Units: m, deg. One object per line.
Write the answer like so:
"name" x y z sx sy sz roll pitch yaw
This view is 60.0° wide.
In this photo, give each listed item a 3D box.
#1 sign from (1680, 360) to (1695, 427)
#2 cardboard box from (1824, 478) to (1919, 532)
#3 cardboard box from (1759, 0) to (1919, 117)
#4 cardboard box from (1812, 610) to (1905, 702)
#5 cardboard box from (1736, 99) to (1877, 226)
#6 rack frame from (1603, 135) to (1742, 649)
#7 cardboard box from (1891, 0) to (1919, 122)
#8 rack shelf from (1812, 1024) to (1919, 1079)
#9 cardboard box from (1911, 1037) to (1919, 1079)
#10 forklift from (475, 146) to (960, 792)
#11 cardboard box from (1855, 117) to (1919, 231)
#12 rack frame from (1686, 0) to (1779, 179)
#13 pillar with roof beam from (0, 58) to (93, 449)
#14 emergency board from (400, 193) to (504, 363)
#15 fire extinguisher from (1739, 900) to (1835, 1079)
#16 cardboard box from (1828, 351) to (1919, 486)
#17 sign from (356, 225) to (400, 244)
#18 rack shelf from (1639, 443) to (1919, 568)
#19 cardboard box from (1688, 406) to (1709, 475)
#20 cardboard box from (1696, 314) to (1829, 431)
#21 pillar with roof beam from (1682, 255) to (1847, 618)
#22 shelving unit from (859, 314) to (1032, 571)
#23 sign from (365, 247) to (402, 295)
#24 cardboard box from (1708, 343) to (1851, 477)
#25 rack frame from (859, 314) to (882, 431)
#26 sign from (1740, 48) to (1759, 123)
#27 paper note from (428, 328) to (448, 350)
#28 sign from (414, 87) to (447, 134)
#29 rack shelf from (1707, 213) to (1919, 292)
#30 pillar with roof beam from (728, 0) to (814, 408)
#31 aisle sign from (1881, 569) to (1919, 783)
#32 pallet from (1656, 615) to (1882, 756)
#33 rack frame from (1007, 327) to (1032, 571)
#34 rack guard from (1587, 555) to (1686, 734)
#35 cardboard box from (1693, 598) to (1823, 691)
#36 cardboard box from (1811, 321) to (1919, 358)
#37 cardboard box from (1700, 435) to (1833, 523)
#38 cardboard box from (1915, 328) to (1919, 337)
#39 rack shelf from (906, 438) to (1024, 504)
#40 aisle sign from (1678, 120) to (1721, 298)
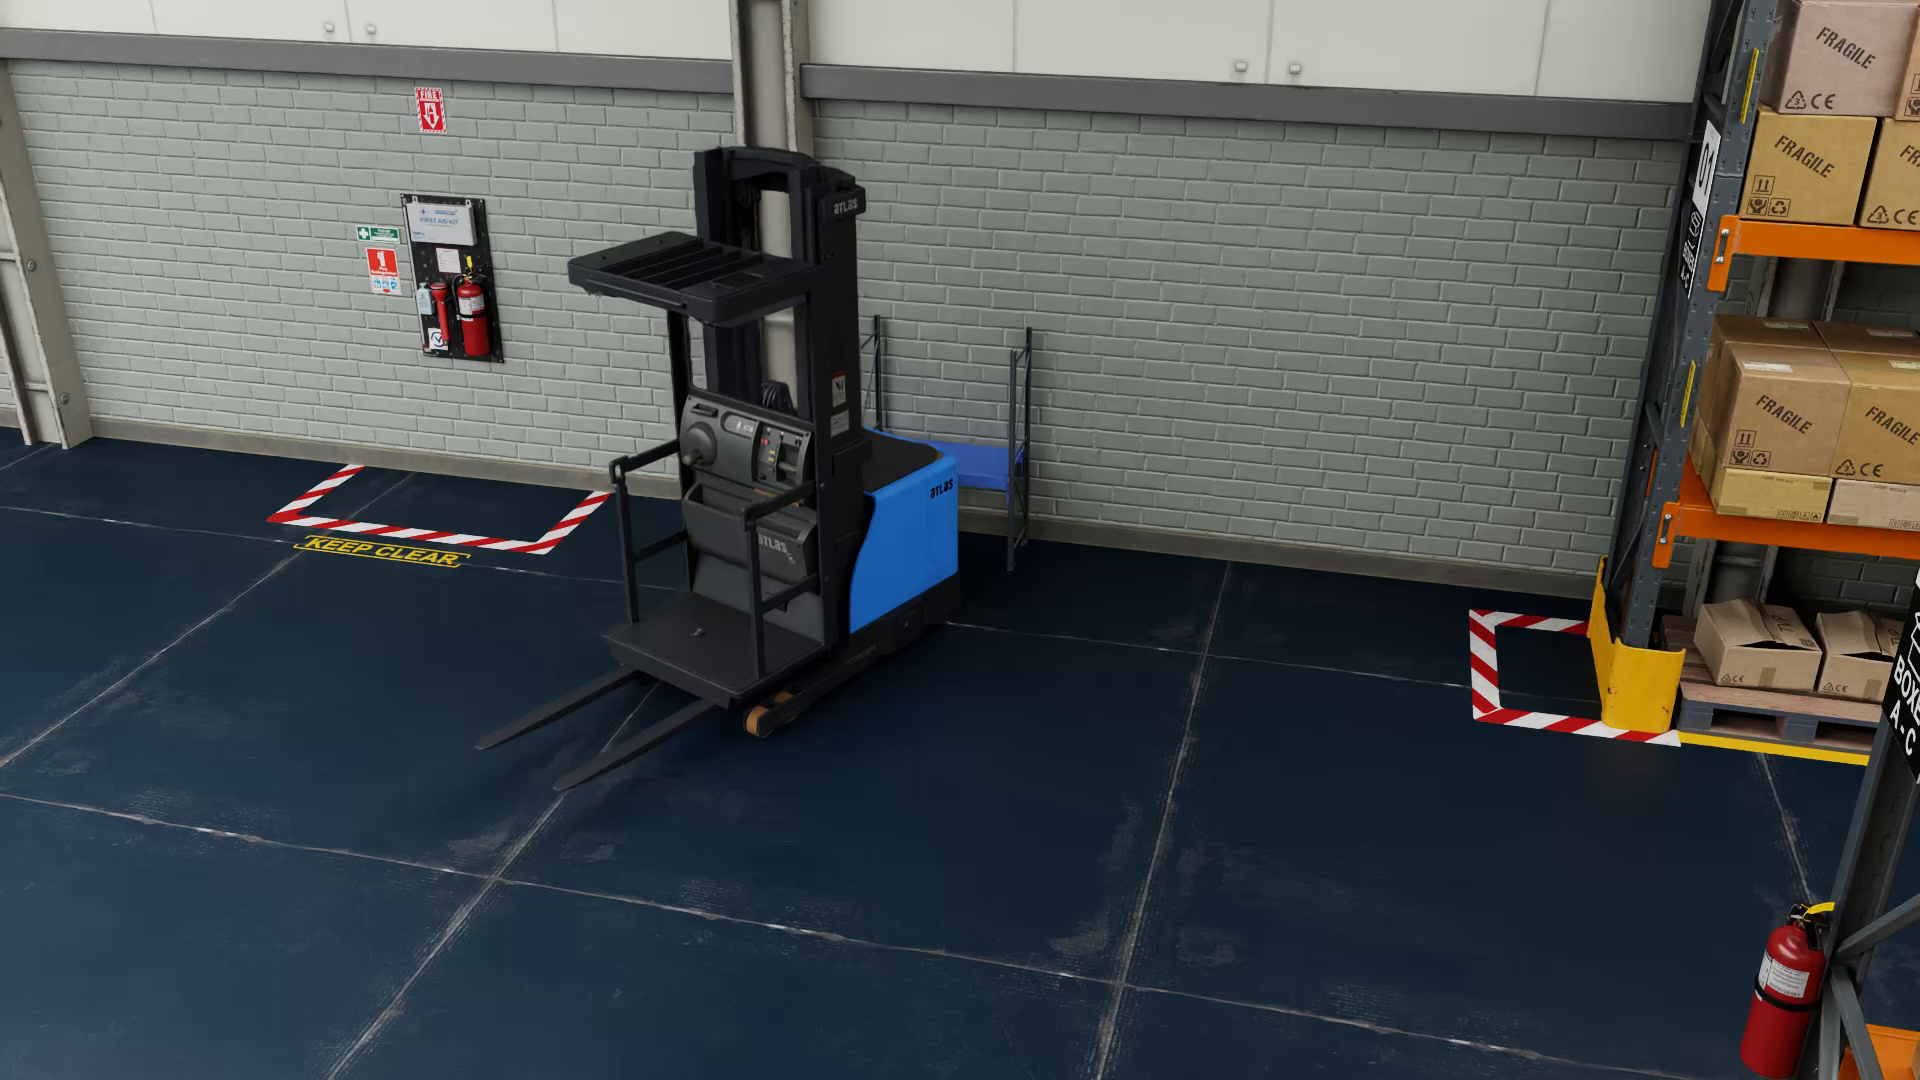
"sign" 3.624 -0.729 8.285 0.005 0.325 0.100 6 26 13
"cardboard box" 4.659 -0.271 8.482 0.500 0.250 0.500 5 26 11
"cardboard box" 4.072 -2.282 7.761 0.500 0.500 0.500 4 26 9
"cardboard box" 4.959 0.624 9.066 0.500 0.311 0.500 9 27 17
"cardboard box" 4.021 -1.833 7.981 0.500 0.500 0.500 7 26 14
"rack frame" 3.759 -0.564 8.946 0.127 3.000 1.000 6 26 13
"cardboard box" 4.545 -2.207 7.604 0.500 0.500 0.500 6 26 12
"rack shelf" 4.466 2.037 4.318 4.000 0.370 1.077 6 26 13
"cardboard box" 2.978 1.509 4.475 0.500 0.500 0.700 6 26 13
"forklift" -1.297 -0.493 8.877 1.130 2.935 3.031 18 31 34
"cardboard box" 4.532 -1.760 7.829 0.500 0.500 0.500 8 27 16
"rack frame" 3.759 -3.273 7.656 0.127 3.000 1.000 6 26 13
"pillar with roof beam" -8.041 -3.051 7.189 0.400 9.000 9.100 6 26 13
"emergency board" -3.542 -1.772 11.483 0.643 1.169 0.194 6 26 13
"fire extinguisher" 2.530 1.327 5.062 0.183 0.674 0.296 6 26 13
"cardboard box" 4.623 -0.611 8.322 0.500 0.500 0.500 6 26 13
"sign" -4.050 -2.125 11.567 0.331 0.109 0.001 6 26 13
"rack shelf" 5.696 -0.025 8.650 4.000 0.370 1.077 6 26 13
"cardboard box" 4.260 -0.536 9.038 0.500 0.250 0.500 7 26 14
"cardboard box" 4.269 -0.882 8.892 0.500 0.500 0.500 6 26 12
"pillar with roof beam" 3.580 -1.766 4.490 0.400 9.000 9.100 6 26 13
"shelving unit" -0.107 -0.636 10.841 1.048 1.500 0.538 6 26 13
"sign" -4.052 -1.890 11.690 0.234 0.329 0.001 6 26 13
"cardboard box" 4.147 -0.668 8.442 0.500 0.500 0.500 6 26 13
"rack frame" -0.600 -0.691 10.956 0.032 1.500 0.500 6 26 13
"sign" 3.624 -2.087 7.638 0.005 0.325 0.100 6 26 13
"paper note" -3.696 -1.422 11.772 0.142 0.148 0.016 6 26 13
"sign" -3.525 -2.861 11.073 0.199 0.298 0.001 6 26 13
"rack shelf" 5.696 -1.380 8.006 4.000 0.370 1.077 6 26 13
"pillar with roof beam" -2.230 -2.408 5.840 0.400 9.000 9.100 6 26 13
"aisle sign" 2.539 0.195 4.326 0.004 0.787 0.394 6 26 13
"pallet" 4.611 0.805 9.314 1.213 0.211 1.003 6 26 13
"rack frame" 0.385 -0.581 10.726 0.032 1.500 0.500 6 26 13
"rack guard" 3.833 0.573 9.466 0.348 0.500 1.175 6 26 13
"cardboard box" 4.407 0.563 9.195 0.500 0.311 0.500 3 26 7
"cardboard box" 4.754 -0.824 8.770 0.500 0.500 0.500 7 26 14
"cardboard box" 4.153 -0.321 8.586 0.500 0.250 0.500 6 26 11
"cardboard box" 5.256 -0.771 8.658 0.500 0.500 0.500 6 26 12
"rack shelf" -0.107 -0.474 10.919 1.000 0.185 0.538 6 26 13
"aisle sign" 3.615 -1.621 8.141 0.004 0.787 0.394 6 26 13
